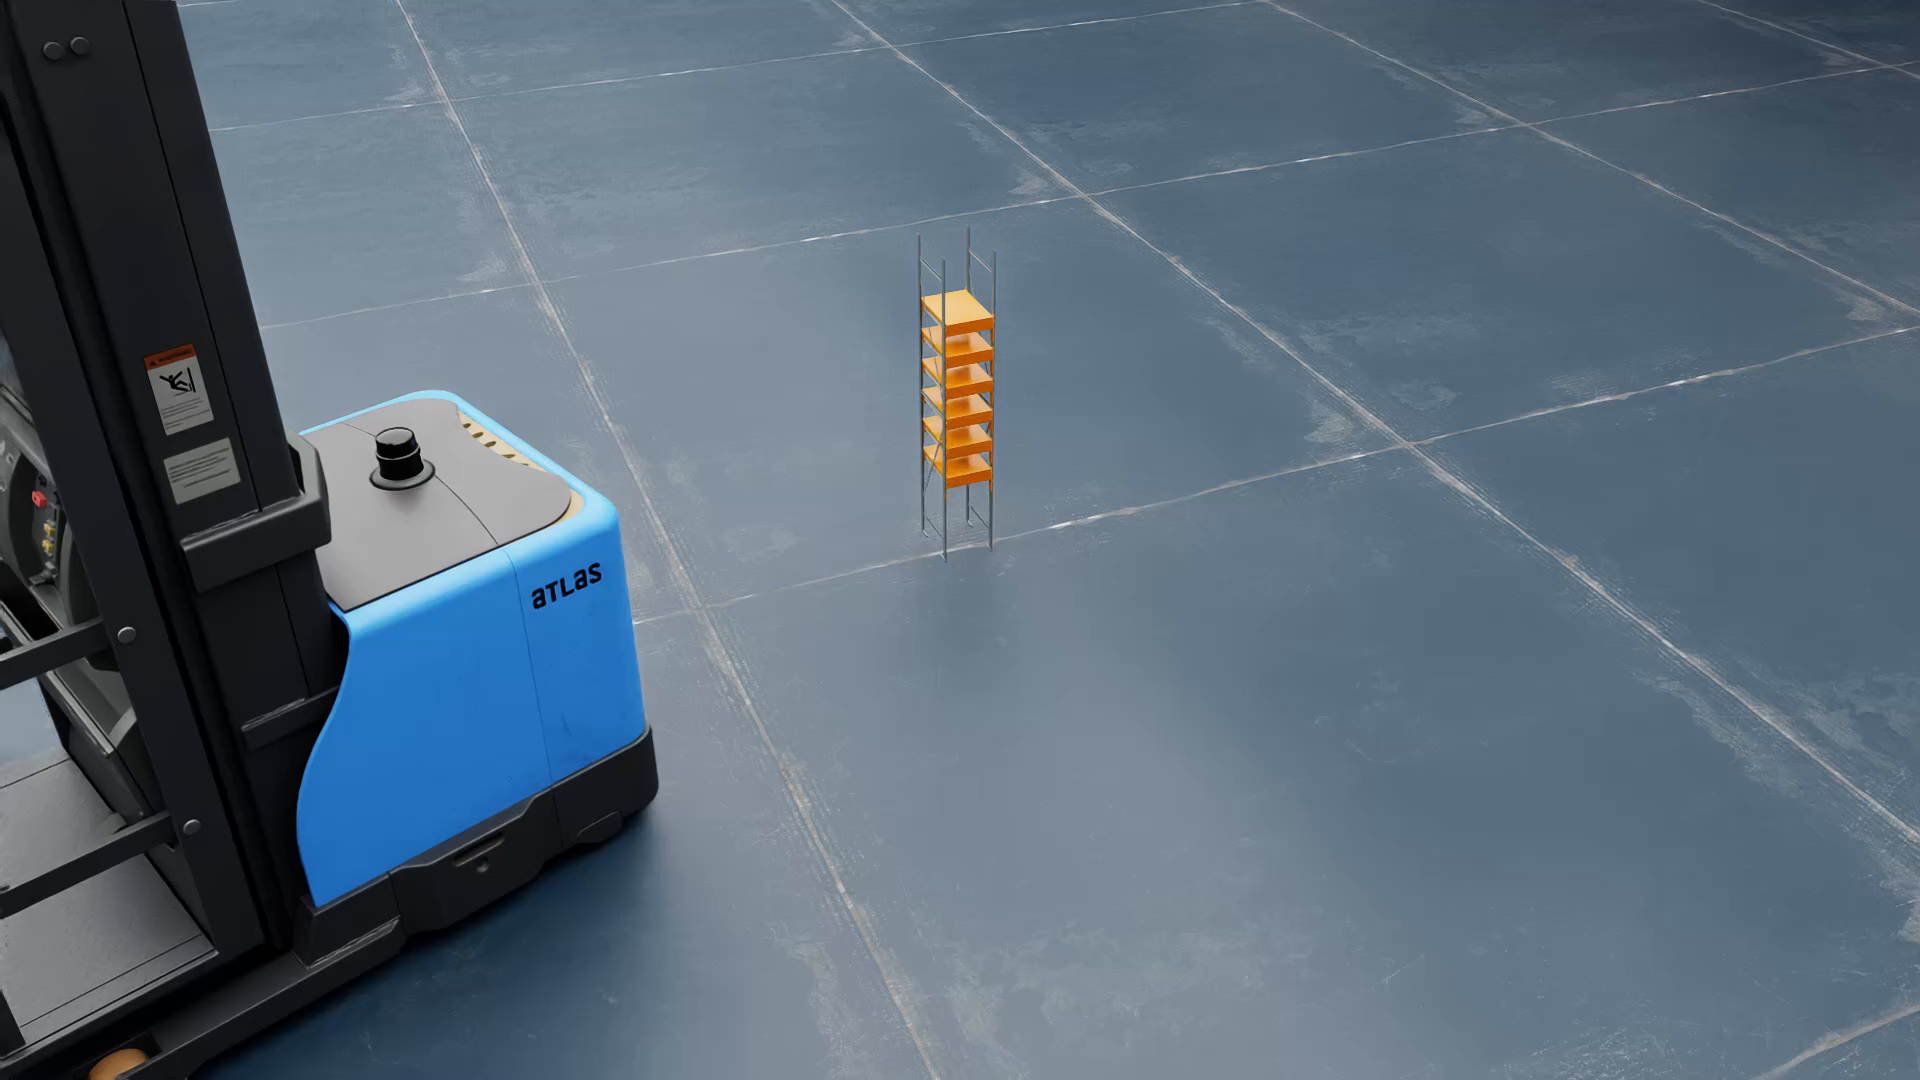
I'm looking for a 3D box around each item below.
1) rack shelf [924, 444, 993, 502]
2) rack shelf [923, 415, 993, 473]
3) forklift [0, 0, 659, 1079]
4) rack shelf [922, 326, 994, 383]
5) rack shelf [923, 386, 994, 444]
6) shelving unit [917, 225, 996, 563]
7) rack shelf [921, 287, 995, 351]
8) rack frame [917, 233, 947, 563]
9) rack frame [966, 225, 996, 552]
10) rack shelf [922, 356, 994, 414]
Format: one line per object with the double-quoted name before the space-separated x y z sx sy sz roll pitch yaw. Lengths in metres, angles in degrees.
"rack shelf" -0.013 -0.261 6.073 0.180 0.103 0.258 -13 35 -19
"rack shelf" -0.013 -0.362 6.008 0.180 0.103 0.258 -13 35 -19
"forklift" -2.319 -0.062 3.657 3.031 2.935 1.130 -27 42 -35
"rack shelf" -0.013 -0.664 5.811 0.180 0.103 0.258 -13 35 -19
"rack shelf" -0.013 -0.463 5.942 0.180 0.103 0.258 -13 35 -19
"shelving unit" -0.013 -0.500 5.918 0.189 1.200 0.258 -13 35 -19
"rack shelf" -0.013 -0.764 5.746 0.180 0.103 0.258 -13 35 -19
"rack frame" -0.098 -0.481 5.888 0.006 1.200 0.240 -13 35 -19
"rack frame" 0.071 -0.519 5.948 0.006 1.200 0.240 -13 35 -19
"rack shelf" -0.013 -0.563 5.877 0.180 0.103 0.258 -13 35 -19
